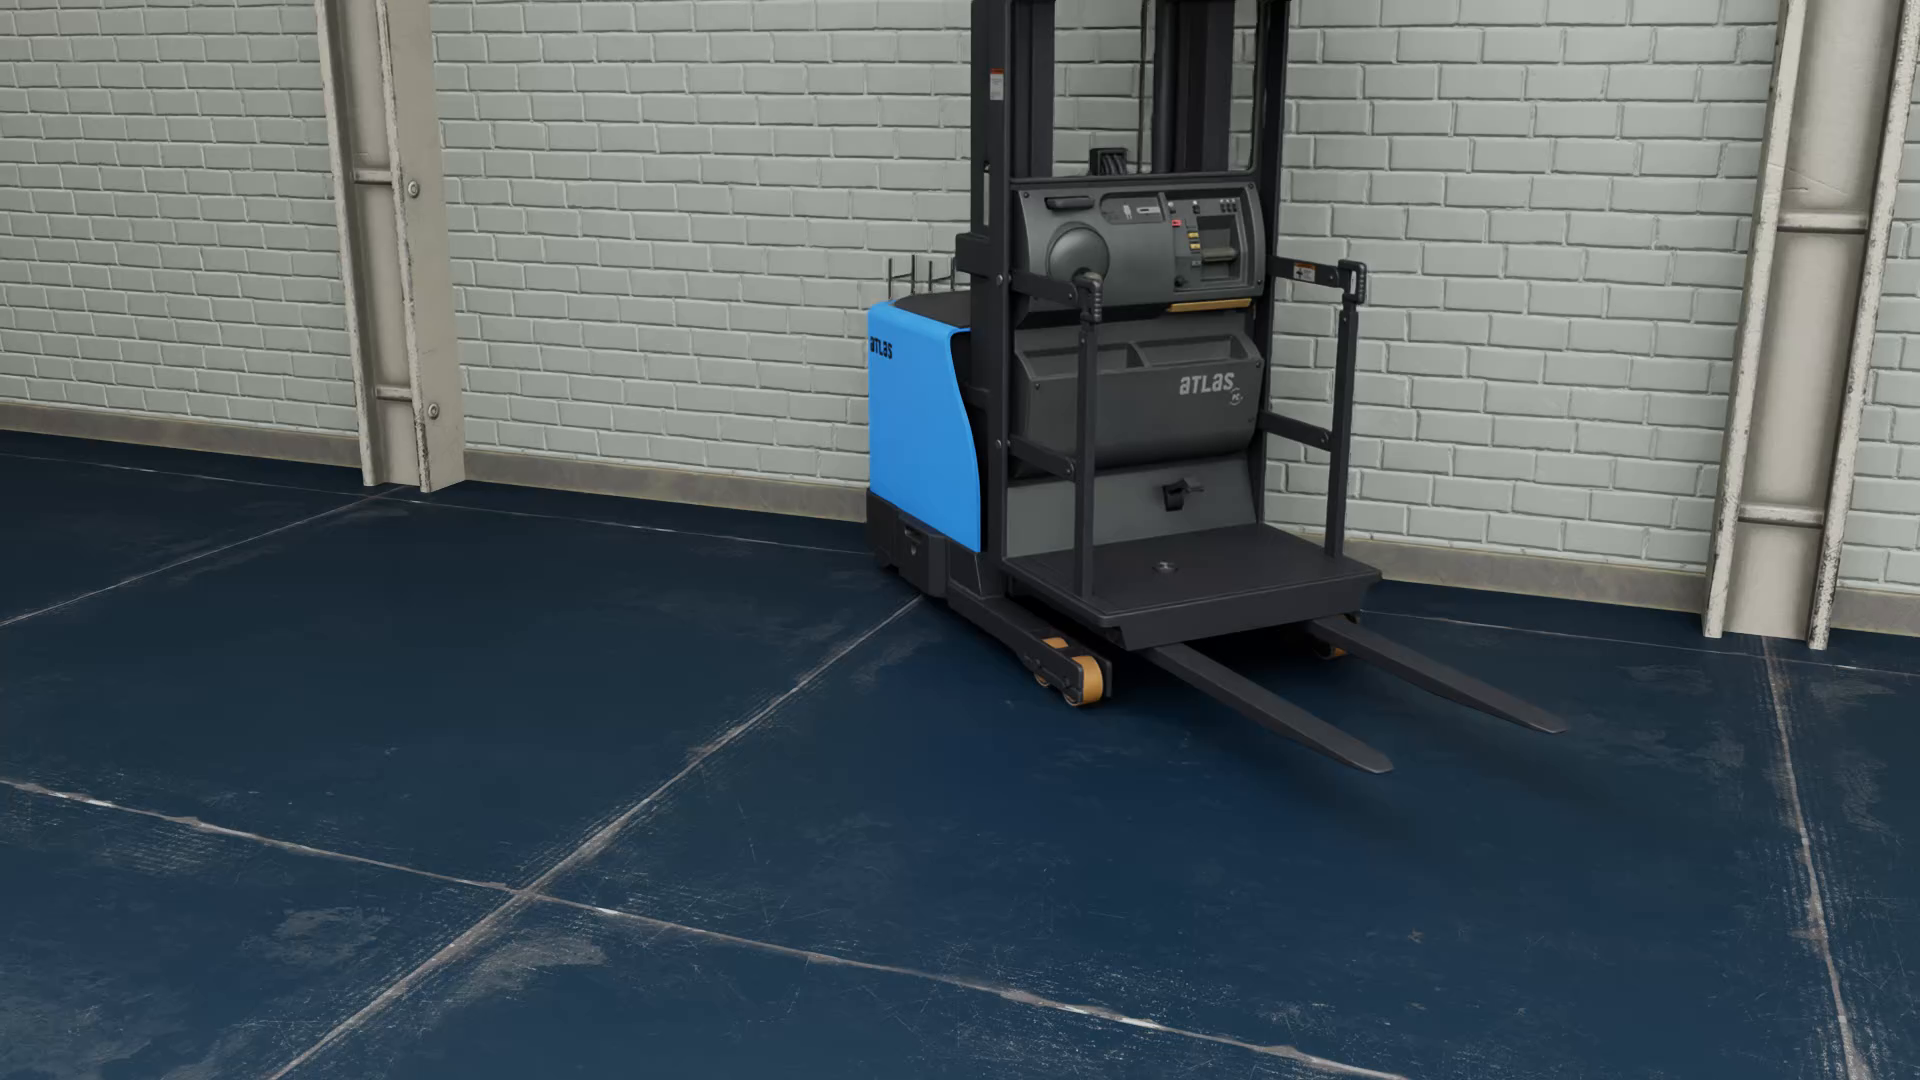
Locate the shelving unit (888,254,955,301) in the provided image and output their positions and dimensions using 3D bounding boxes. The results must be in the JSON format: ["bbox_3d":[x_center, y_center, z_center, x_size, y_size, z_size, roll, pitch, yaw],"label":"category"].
[{"bbox_3d":[-0.172,-0.587,7.027,0.189,1.200,0.258,8,16,23],"label":"shelving unit"}]

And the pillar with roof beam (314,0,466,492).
[{"bbox_3d":[-4.246,-3.492,3.061,0.400,9.000,9.100,6,17,21],"label":"pillar with roof beam"}]

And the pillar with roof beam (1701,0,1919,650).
[{"bbox_3d":[1.335,-2.878,0.947,0.400,9.000,9.100,6,17,21],"label":"pillar with roof beam"}]

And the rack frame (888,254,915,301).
[{"bbox_3d":[-0.256,-0.599,7.063,0.006,1.200,0.240,8,16,23],"label":"rack frame"}]

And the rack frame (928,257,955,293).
[{"bbox_3d":[-0.089,-0.576,6.991,0.006,1.200,0.240,8,16,23],"label":"rack frame"}]

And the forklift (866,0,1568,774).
[{"bbox_3d":[0.716,-1.012,5.402,1.130,2.935,3.031,-8,18,-25],"label":"forklift"}]
